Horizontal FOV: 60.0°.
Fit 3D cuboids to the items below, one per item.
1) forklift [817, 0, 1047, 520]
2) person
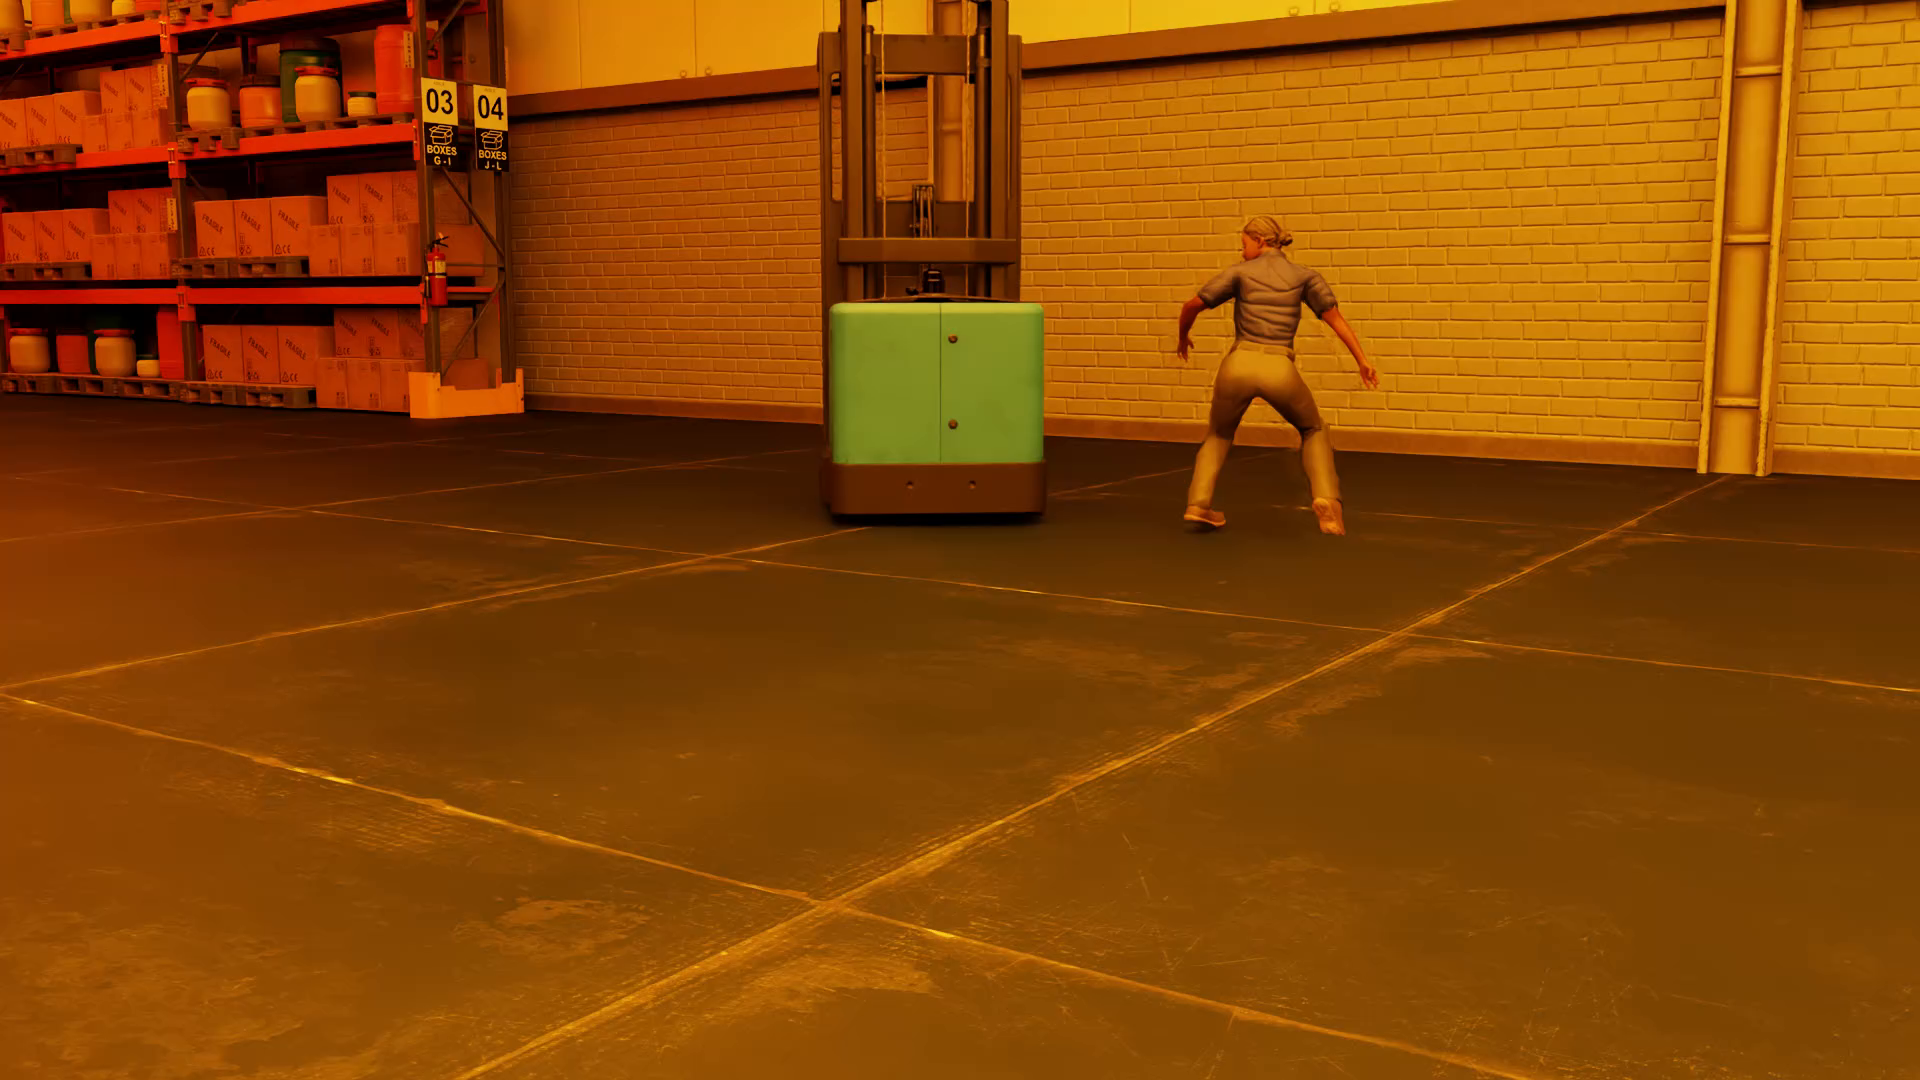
[{"bbox_3d":[-0.238,-1.720,9.287,1.130,2.935,3.031,-1,8,-6],"label":"forklift"},{"bbox_3d":[1.483,-0.742,7.847,0.941,1.567,0.517,2,8,11],"label":"person"}]
